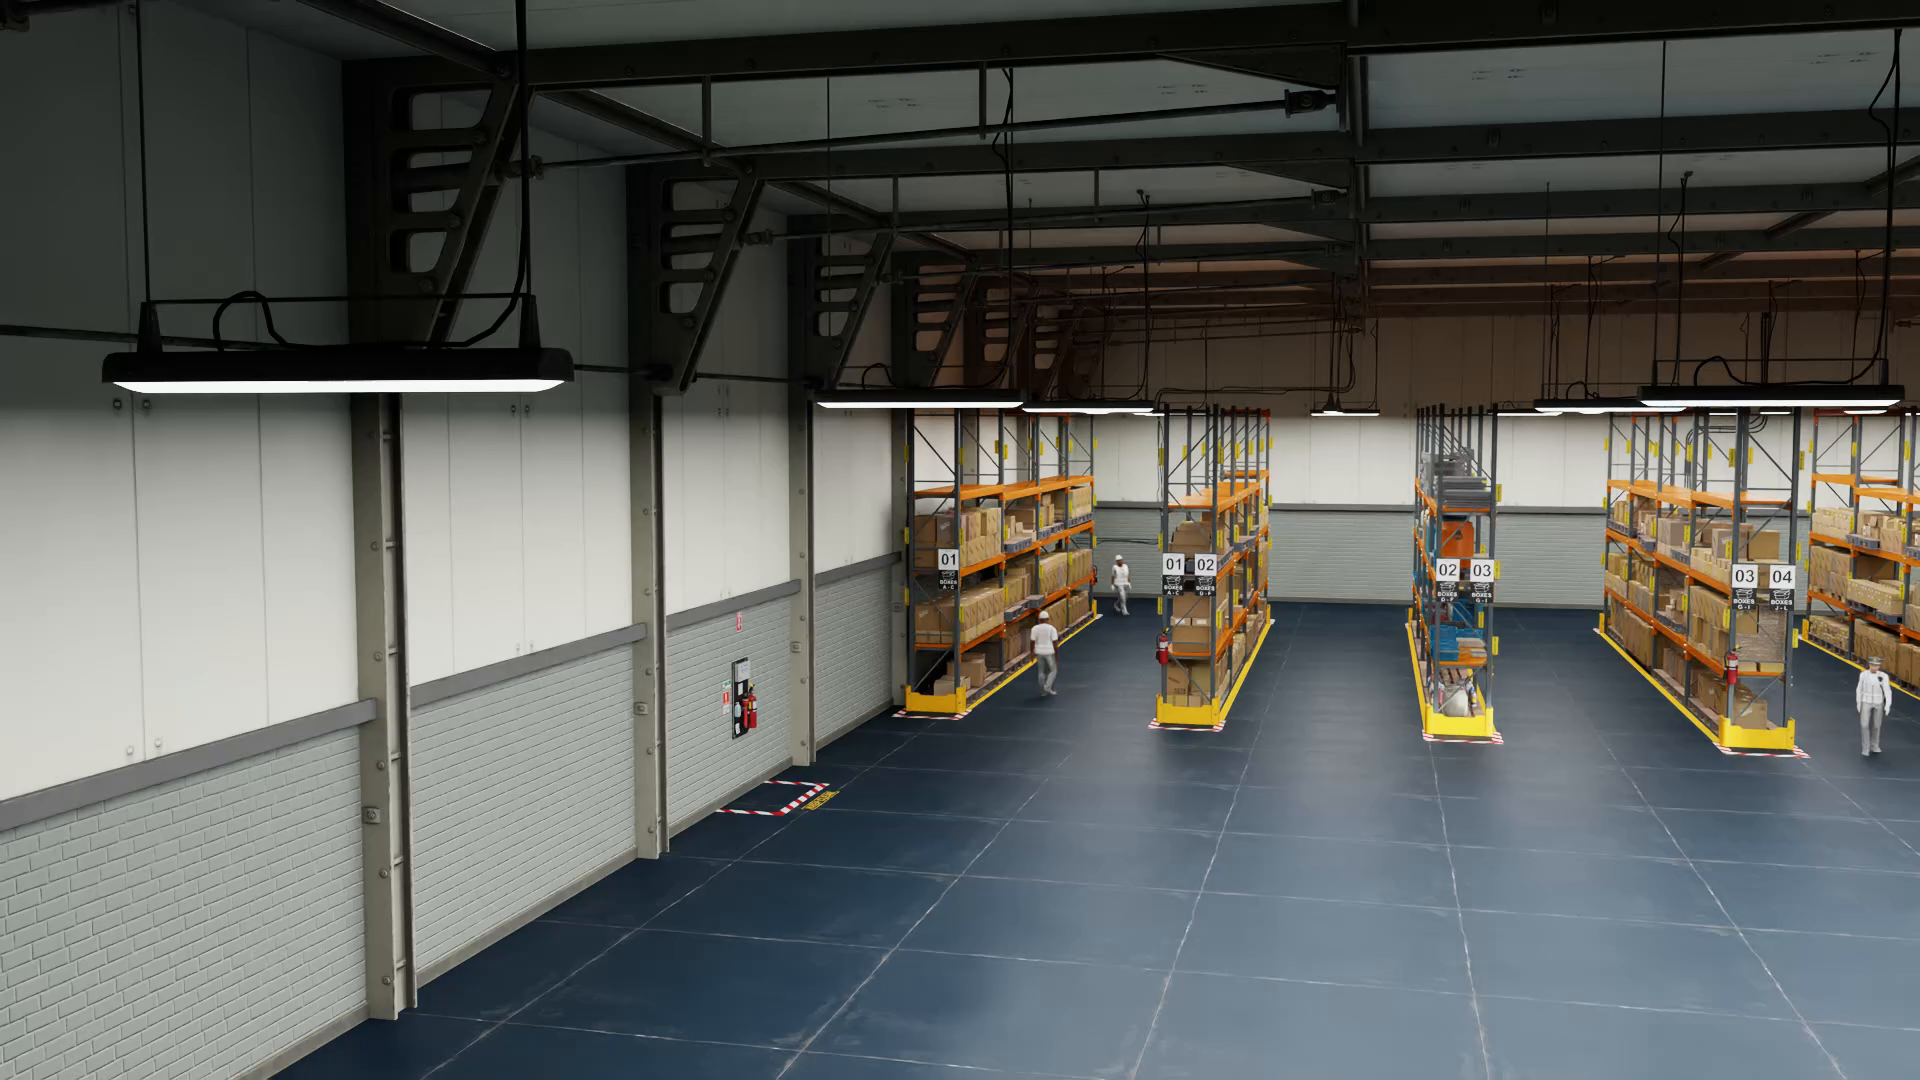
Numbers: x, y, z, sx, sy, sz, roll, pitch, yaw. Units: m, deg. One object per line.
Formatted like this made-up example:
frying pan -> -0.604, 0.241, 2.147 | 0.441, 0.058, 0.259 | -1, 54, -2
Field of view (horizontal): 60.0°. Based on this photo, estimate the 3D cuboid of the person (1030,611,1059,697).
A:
person -> 1.737, 2.352, 34.295 | 0.597, 1.767, 0.531 | 1, 4, 16

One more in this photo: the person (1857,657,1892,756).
person -> 15.616, 2.840, 28.419 | 0.530, 1.710, 0.536 | 3, 5, 31

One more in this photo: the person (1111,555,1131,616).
person -> 4.698, 1.313, 48.490 | 0.551, 1.756, 0.922 | -3, 5, -31
